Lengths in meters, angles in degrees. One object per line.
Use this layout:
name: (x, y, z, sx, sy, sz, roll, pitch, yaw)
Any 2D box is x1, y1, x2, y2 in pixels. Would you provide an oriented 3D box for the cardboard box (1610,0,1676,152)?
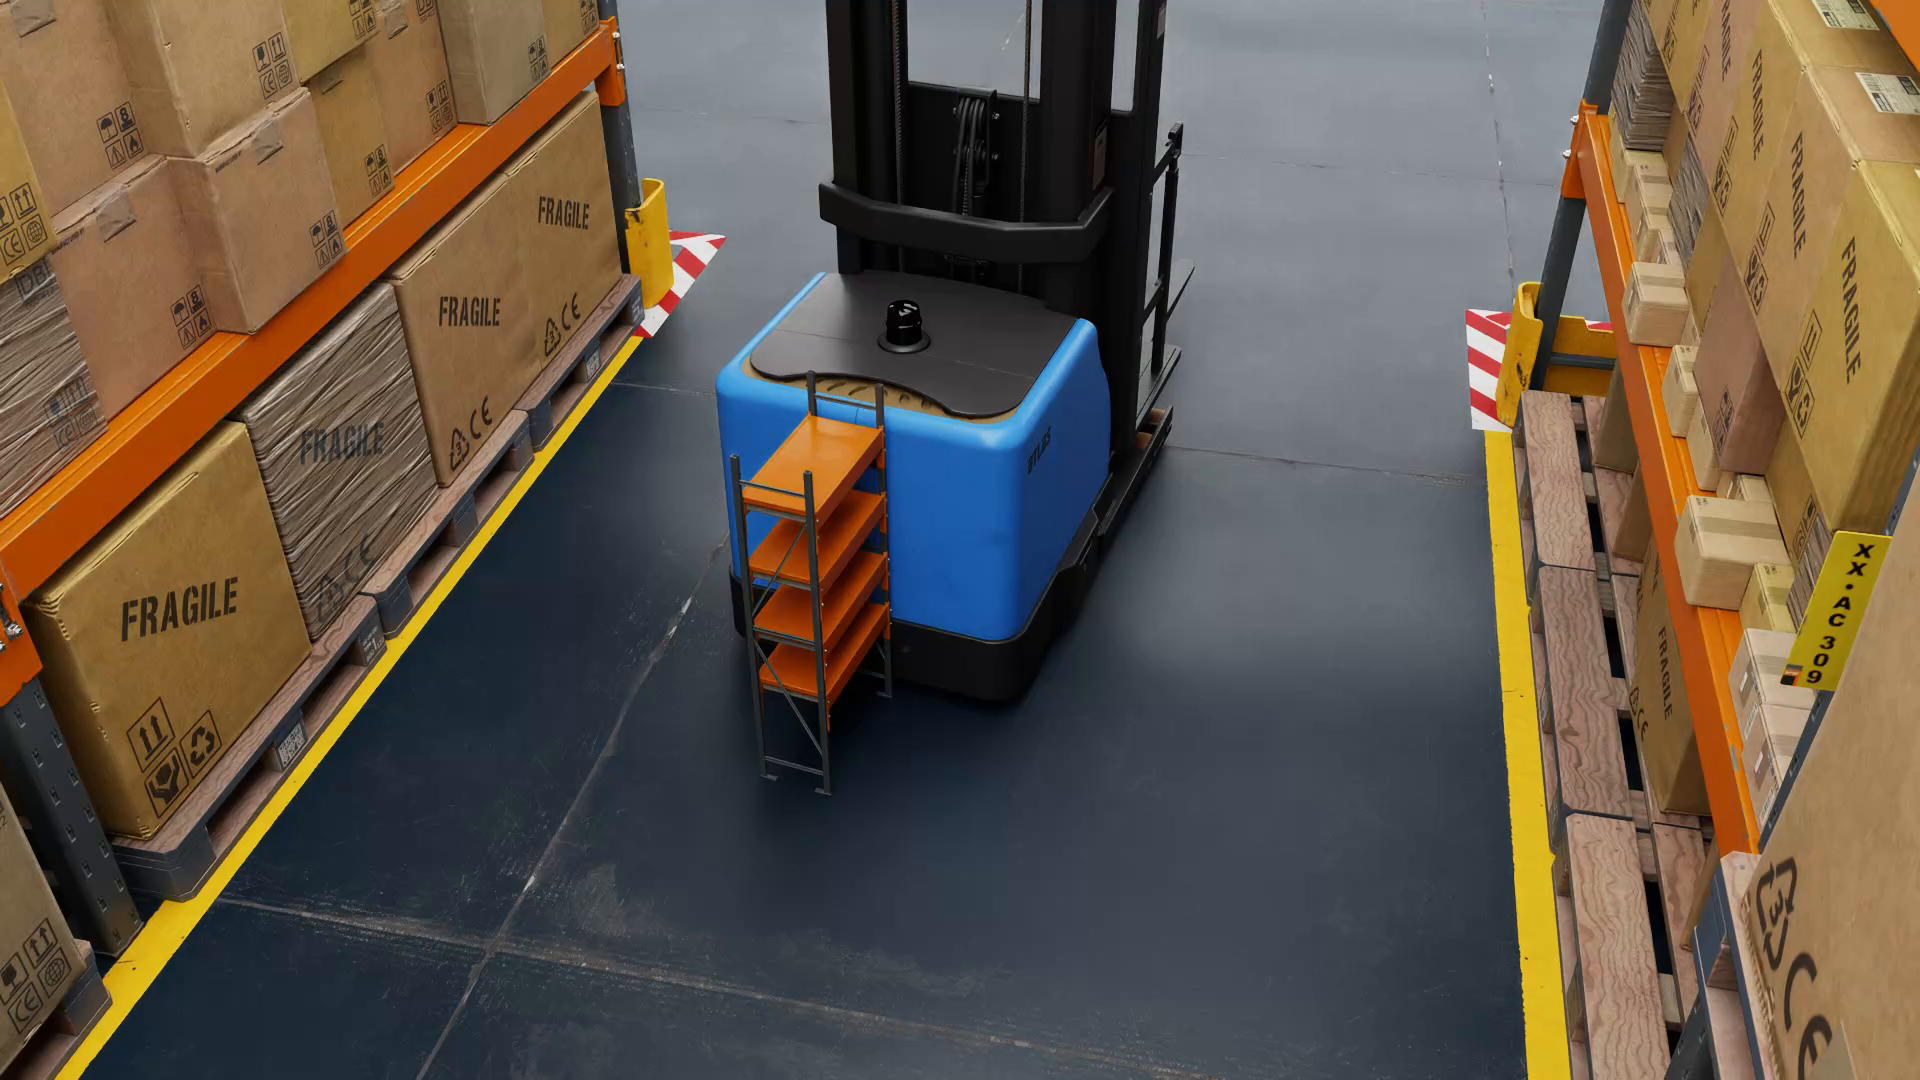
cardboard box: (2.714, -1.605, 5.569, 0.875, 0.500, 0.500, 7, 37, 10)

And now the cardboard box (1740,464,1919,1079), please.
cardboard box: (1.697, 0.563, 2.048, 1.000, 1.000, 1.000, 8, 37, 10)

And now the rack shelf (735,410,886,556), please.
rack shelf: (-0.424, -0.172, 4.795, 0.258, 0.148, 0.480, 13, 38, 17)

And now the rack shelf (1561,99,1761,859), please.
rack shelf: (2.431, -0.318, 4.745, 1.077, 0.370, 4.000, 7, 37, 10)

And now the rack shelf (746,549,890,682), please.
rack shelf: (-0.424, 0.201, 5.065, 0.258, 0.148, 0.480, 13, 38, 17)

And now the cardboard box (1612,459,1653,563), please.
cardboard box: (2.614, -0.210, 5.757, 0.500, 0.500, 0.500, 17, 39, 22)

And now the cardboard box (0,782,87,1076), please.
cardboard box: (-2.865, 0.966, 3.920, 1.050, 0.750, 0.750, 7, 37, 10)

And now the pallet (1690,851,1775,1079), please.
pallet: (1.699, 1.035, 2.429, 1.003, 0.211, 1.213, 7, 37, 10)

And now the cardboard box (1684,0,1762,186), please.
cardboard box: (2.155, -1.180, 4.131, 0.500, 0.500, 0.500, 7, 37, 10)

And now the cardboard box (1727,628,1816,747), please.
cardboard box: (1.825, 0.337, 3.443, 0.380, 0.149, 0.250, 7, 37, 10)

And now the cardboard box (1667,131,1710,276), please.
cardboard box: (2.575, -1.022, 4.765, 0.875, 0.500, 0.500, 7, 37, 10)

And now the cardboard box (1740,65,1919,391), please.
cardboard box: (1.937, -0.607, 3.341, 0.500, 0.500, 0.500, 7, 37, 10)

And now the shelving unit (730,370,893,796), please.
shelving unit: (-0.424, 0.146, 5.026, 0.258, 1.200, 0.503, 13, 38, 17)

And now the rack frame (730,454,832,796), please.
rack frame: (-0.511, 0.280, 4.841, 0.240, 1.200, 0.015, 13, 38, 17)

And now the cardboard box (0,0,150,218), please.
cardboard box: (-2.704, -1.177, 4.270, 0.875, 0.550, 0.550, 7, 37, 10)

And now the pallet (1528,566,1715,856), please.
pallet: (2.371, 0.576, 5.276, 1.003, 0.211, 1.213, 7, 37, 10)

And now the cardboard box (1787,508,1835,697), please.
cardboard box: (2.160, 0.127, 3.181, 0.875, 0.500, 0.500, 7, 37, 10)

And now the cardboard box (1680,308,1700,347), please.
cardboard box: (2.226, -0.512, 4.615, 0.380, 0.149, 0.250, 7, 37, 10)

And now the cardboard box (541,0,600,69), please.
cardboard box: (-2.001, -2.277, 6.708, 0.875, 0.550, 0.550, 7, 37, 10)

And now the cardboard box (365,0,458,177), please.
cardboard box: (-2.339, -1.654, 5.848, 0.875, 0.550, 0.550, 7, 37, 10)

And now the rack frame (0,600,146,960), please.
rack frame: (-2.820, -0.142, 3.890, 1.000, 3.000, 0.127, 7, 37, 10)

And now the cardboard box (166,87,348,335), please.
cardboard box: (-2.427, -1.029, 4.985, 0.875, 0.550, 0.550, 7, 37, 10)

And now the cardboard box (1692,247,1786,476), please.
cardboard box: (2.310, -0.455, 3.983, 0.875, 0.500, 0.500, 7, 37, 10)

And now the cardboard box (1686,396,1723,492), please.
cardboard box: (2.078, -0.231, 4.227, 0.380, 0.149, 0.250, 7, 37, 10)

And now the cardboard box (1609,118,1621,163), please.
cardboard box: (2.492, -1.379, 5.811, 0.380, 0.149, 0.250, 7, 37, 10)

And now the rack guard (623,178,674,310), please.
rack guard: (-1.961, -1.437, 7.806, 1.175, 0.500, 0.348, 7, 37, 10)

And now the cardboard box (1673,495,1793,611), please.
cardboard box: (1.882, 0.044, 3.847, 0.380, 0.149, 0.250, 7, 37, 10)

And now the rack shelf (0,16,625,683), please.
rack shelf: (-2.393, -0.997, 5.683, 1.077, 0.370, 4.000, 7, 37, 10)

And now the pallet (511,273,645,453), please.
pallet: (-2.060, -0.838, 7.226, 1.003, 0.211, 1.213, 7, 37, 10)

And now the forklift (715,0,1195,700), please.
forklift: (0.222, -1.528, 5.861, 1.130, 2.935, 3.031, 13, 38, 17)

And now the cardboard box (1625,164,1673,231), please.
cardboard box: (2.391, -1.092, 5.415, 0.380, 0.149, 0.250, 7, 37, 10)

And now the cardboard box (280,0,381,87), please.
cardboard box: (-2.349, -1.774, 5.094, 0.875, 0.550, 0.500, 7, 37, 10)

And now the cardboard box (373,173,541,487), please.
cardboard box: (-2.232, -0.843, 6.310, 0.875, 0.875, 0.875, 7, 36, 9)

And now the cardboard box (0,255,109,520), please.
cardboard box: (-2.753, -0.416, 4.140, 0.875, 0.550, 0.550, 7, 37, 10)

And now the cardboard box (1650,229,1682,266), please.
cardboard box: (2.304, -0.803, 5.016, 0.380, 0.149, 0.250, 7, 37, 10)

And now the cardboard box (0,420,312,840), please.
cardboard box: (-2.617, 0.197, 4.875, 0.875, 0.875, 0.875, 8, 37, 11)

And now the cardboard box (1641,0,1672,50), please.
cardboard box: (2.361, -1.754, 4.924, 0.500, 0.500, 0.500, 7, 37, 10)

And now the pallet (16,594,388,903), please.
pallet: (-2.581, 0.561, 5.296, 1.003, 0.211, 1.213, 7, 37, 10)

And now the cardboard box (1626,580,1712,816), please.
cardboard box: (2.299, 0.460, 4.831, 0.500, 0.500, 0.500, 4, 36, 6)
